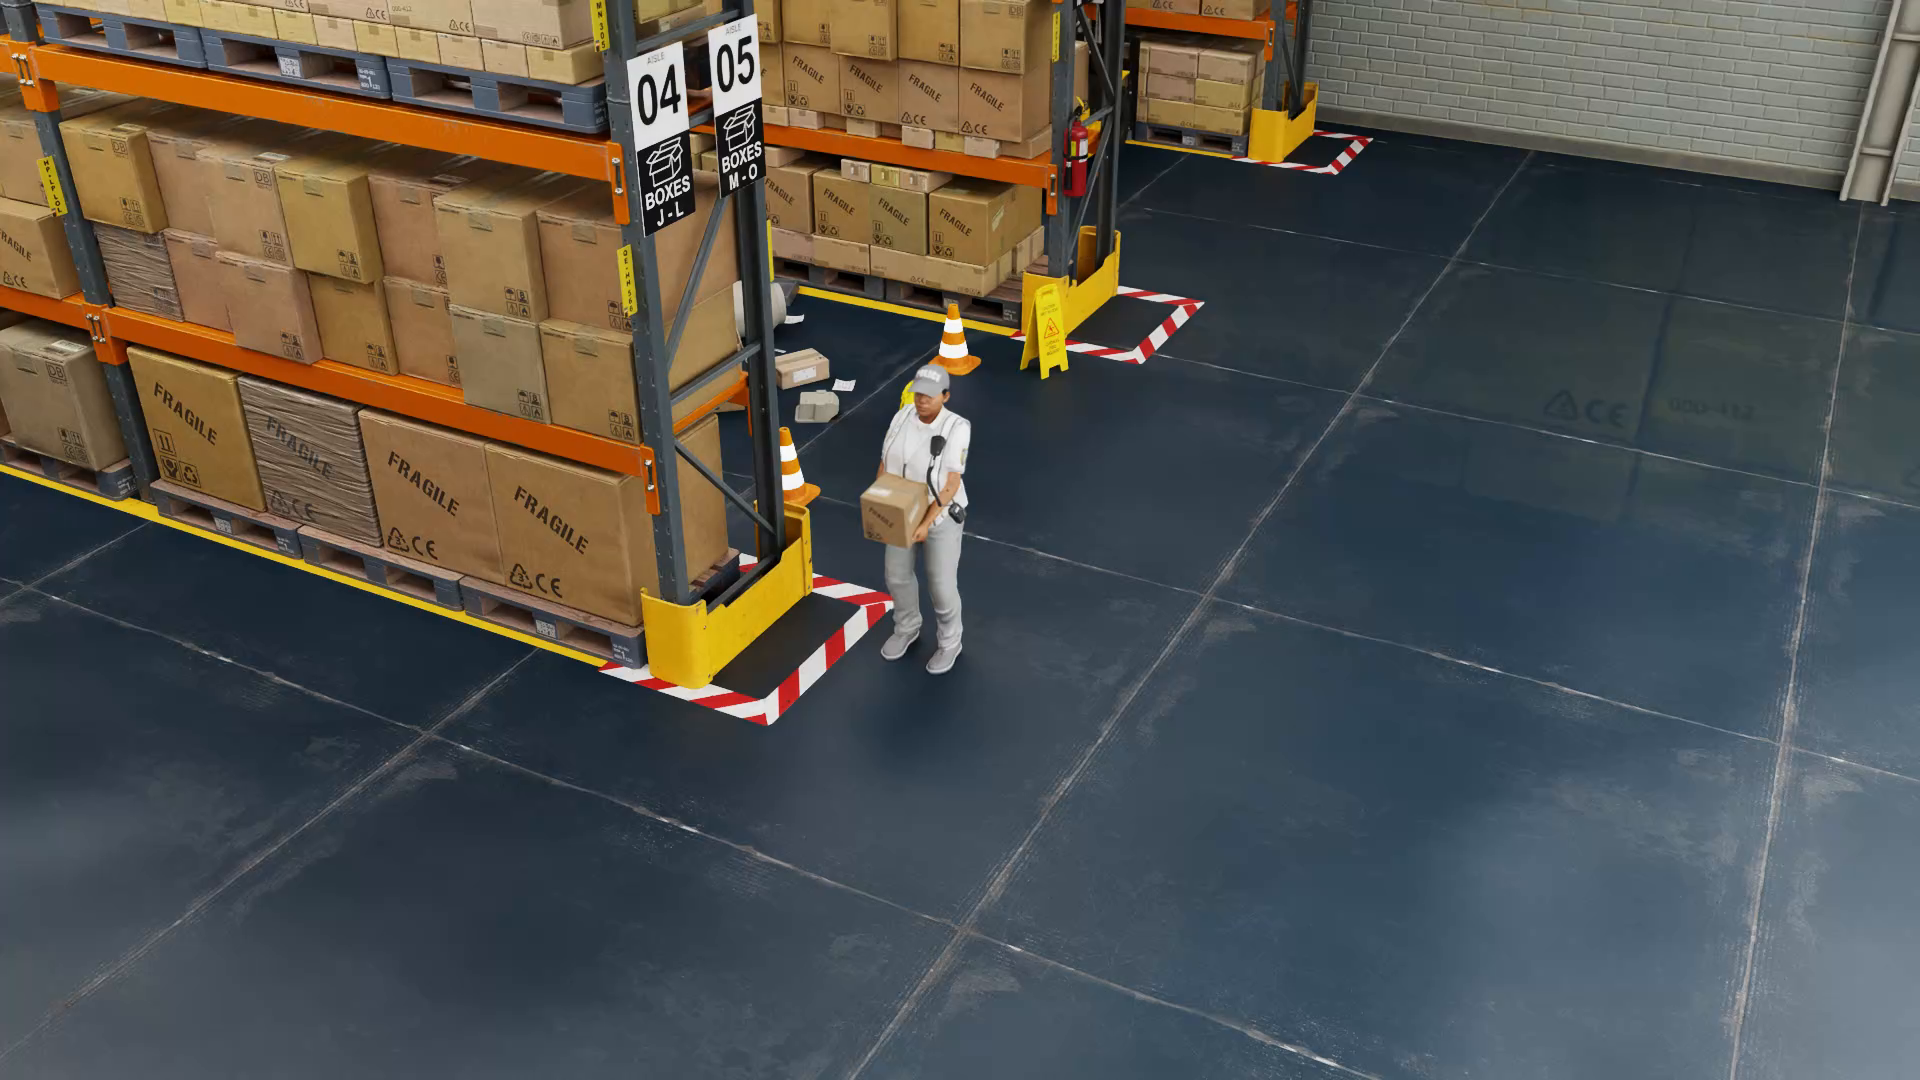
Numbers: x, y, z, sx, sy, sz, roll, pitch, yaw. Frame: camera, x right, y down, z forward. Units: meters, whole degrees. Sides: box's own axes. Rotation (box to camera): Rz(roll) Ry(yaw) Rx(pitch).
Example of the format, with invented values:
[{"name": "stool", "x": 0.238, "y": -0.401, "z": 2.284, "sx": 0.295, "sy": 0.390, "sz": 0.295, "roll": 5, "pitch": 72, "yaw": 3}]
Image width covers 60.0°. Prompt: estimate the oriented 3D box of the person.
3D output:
[{"name": "person", "x": -0.215, "y": -0.085, "z": 8.438, "sx": 0.453, "sy": 1.653, "sz": 0.541, "roll": 15, "pitch": 34, "yaw": 24}]
